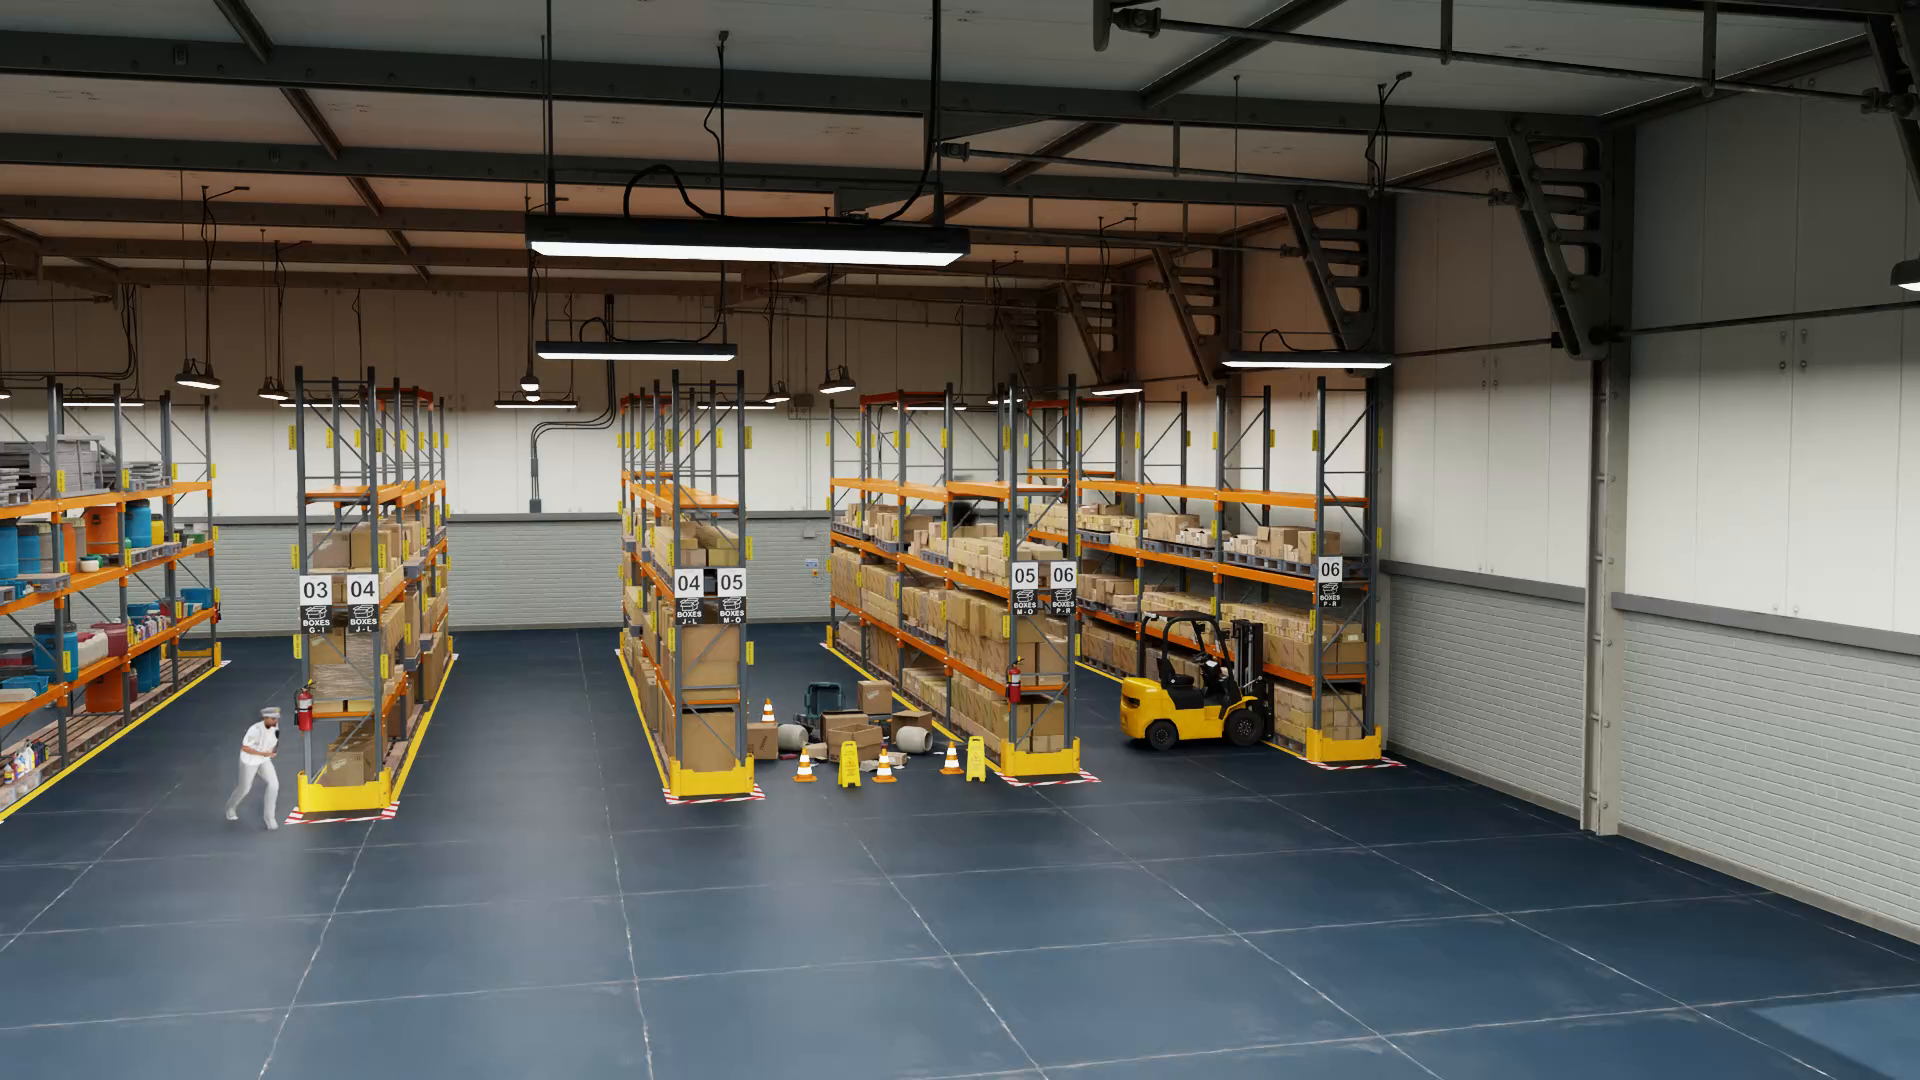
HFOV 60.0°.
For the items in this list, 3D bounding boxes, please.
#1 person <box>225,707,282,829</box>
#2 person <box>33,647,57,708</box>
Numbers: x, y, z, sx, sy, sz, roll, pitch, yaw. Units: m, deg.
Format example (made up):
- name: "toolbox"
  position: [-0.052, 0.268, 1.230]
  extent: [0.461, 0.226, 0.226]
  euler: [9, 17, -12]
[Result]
- name: "person"
  position: [-9.197, 2.952, 21.648]
  extent: [0.978, 1.621, 0.618]
  euler: [2, 4, 25]
- name: "person"
  position: [-17.093, 2.395, 31.146]
  extent: [0.515, 1.502, 0.733]
  euler: [-2, 4, -25]
